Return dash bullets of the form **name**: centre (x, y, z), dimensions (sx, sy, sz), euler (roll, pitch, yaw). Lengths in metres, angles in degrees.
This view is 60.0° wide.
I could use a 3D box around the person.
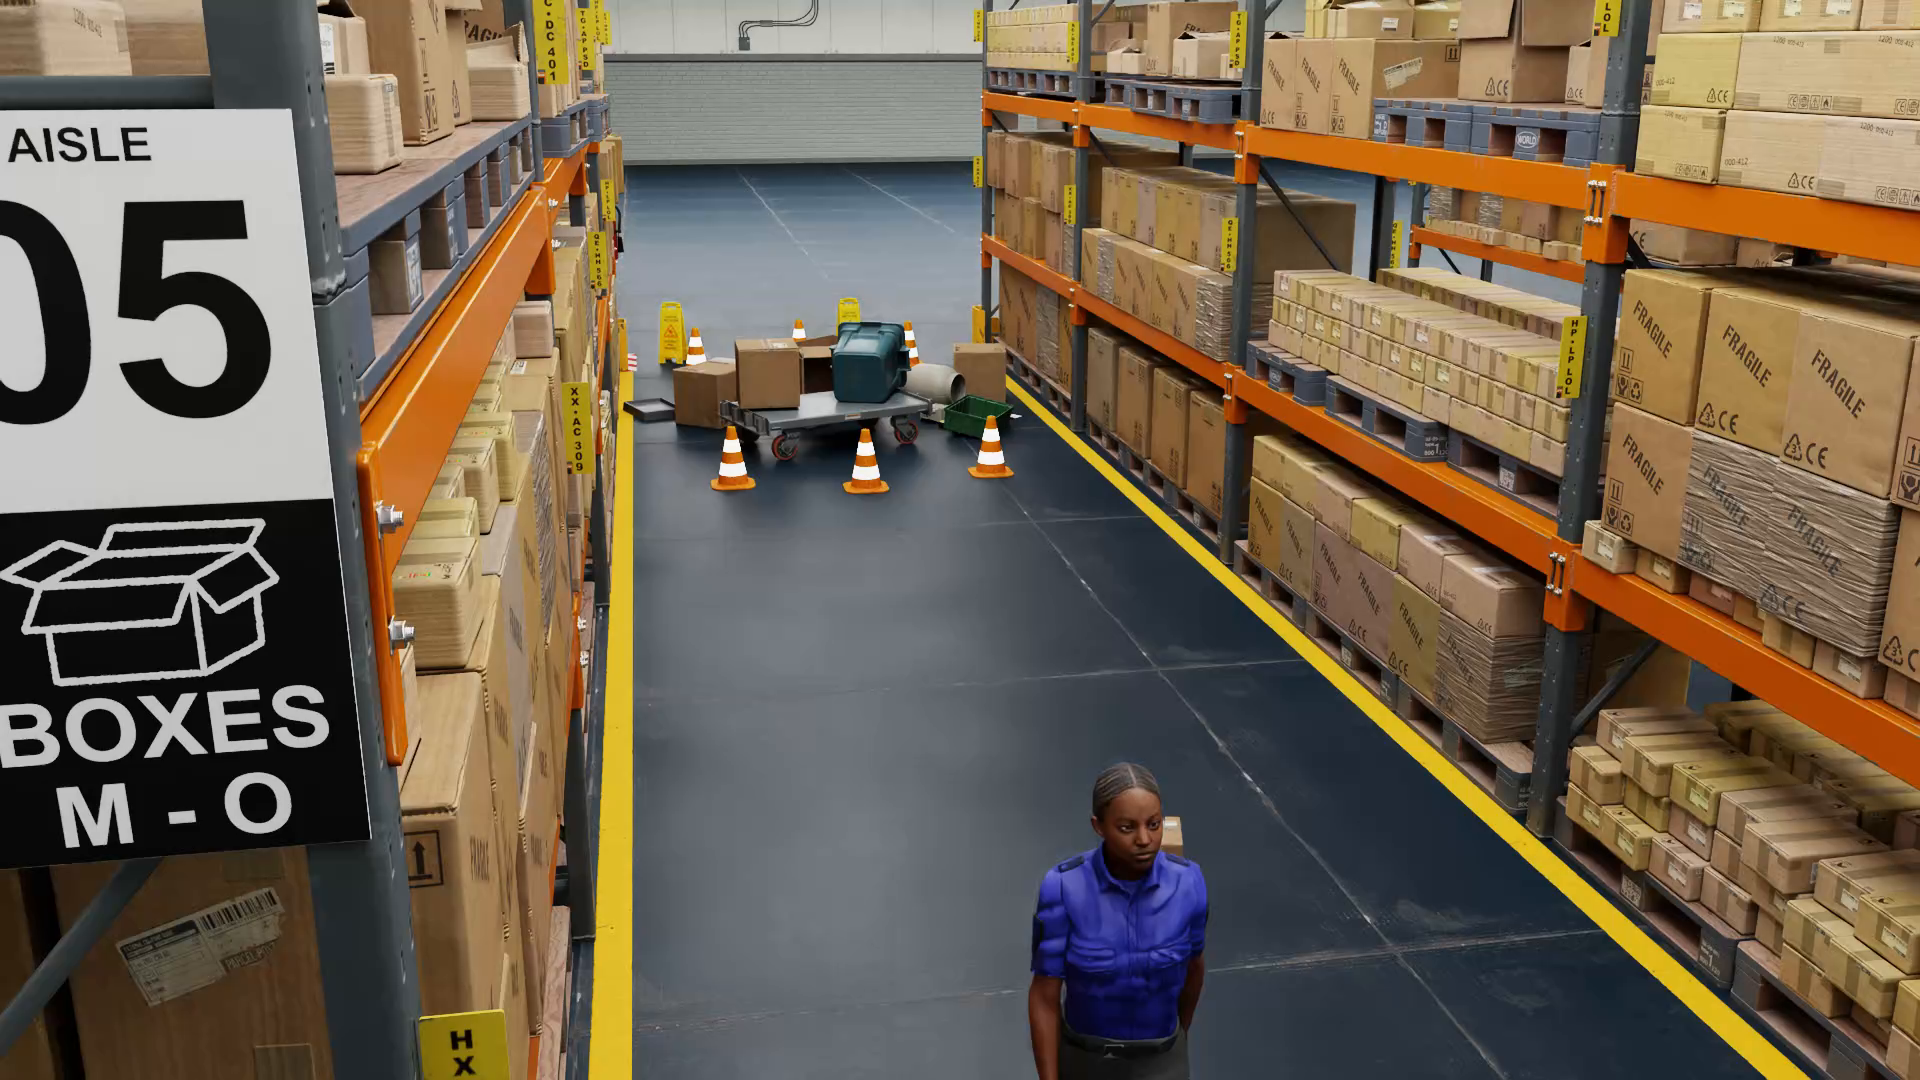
- **person**: centre (0.388, 1.311, 4.082), dimensions (0.449, 1.592, 0.991), euler (0, 16, 1)
